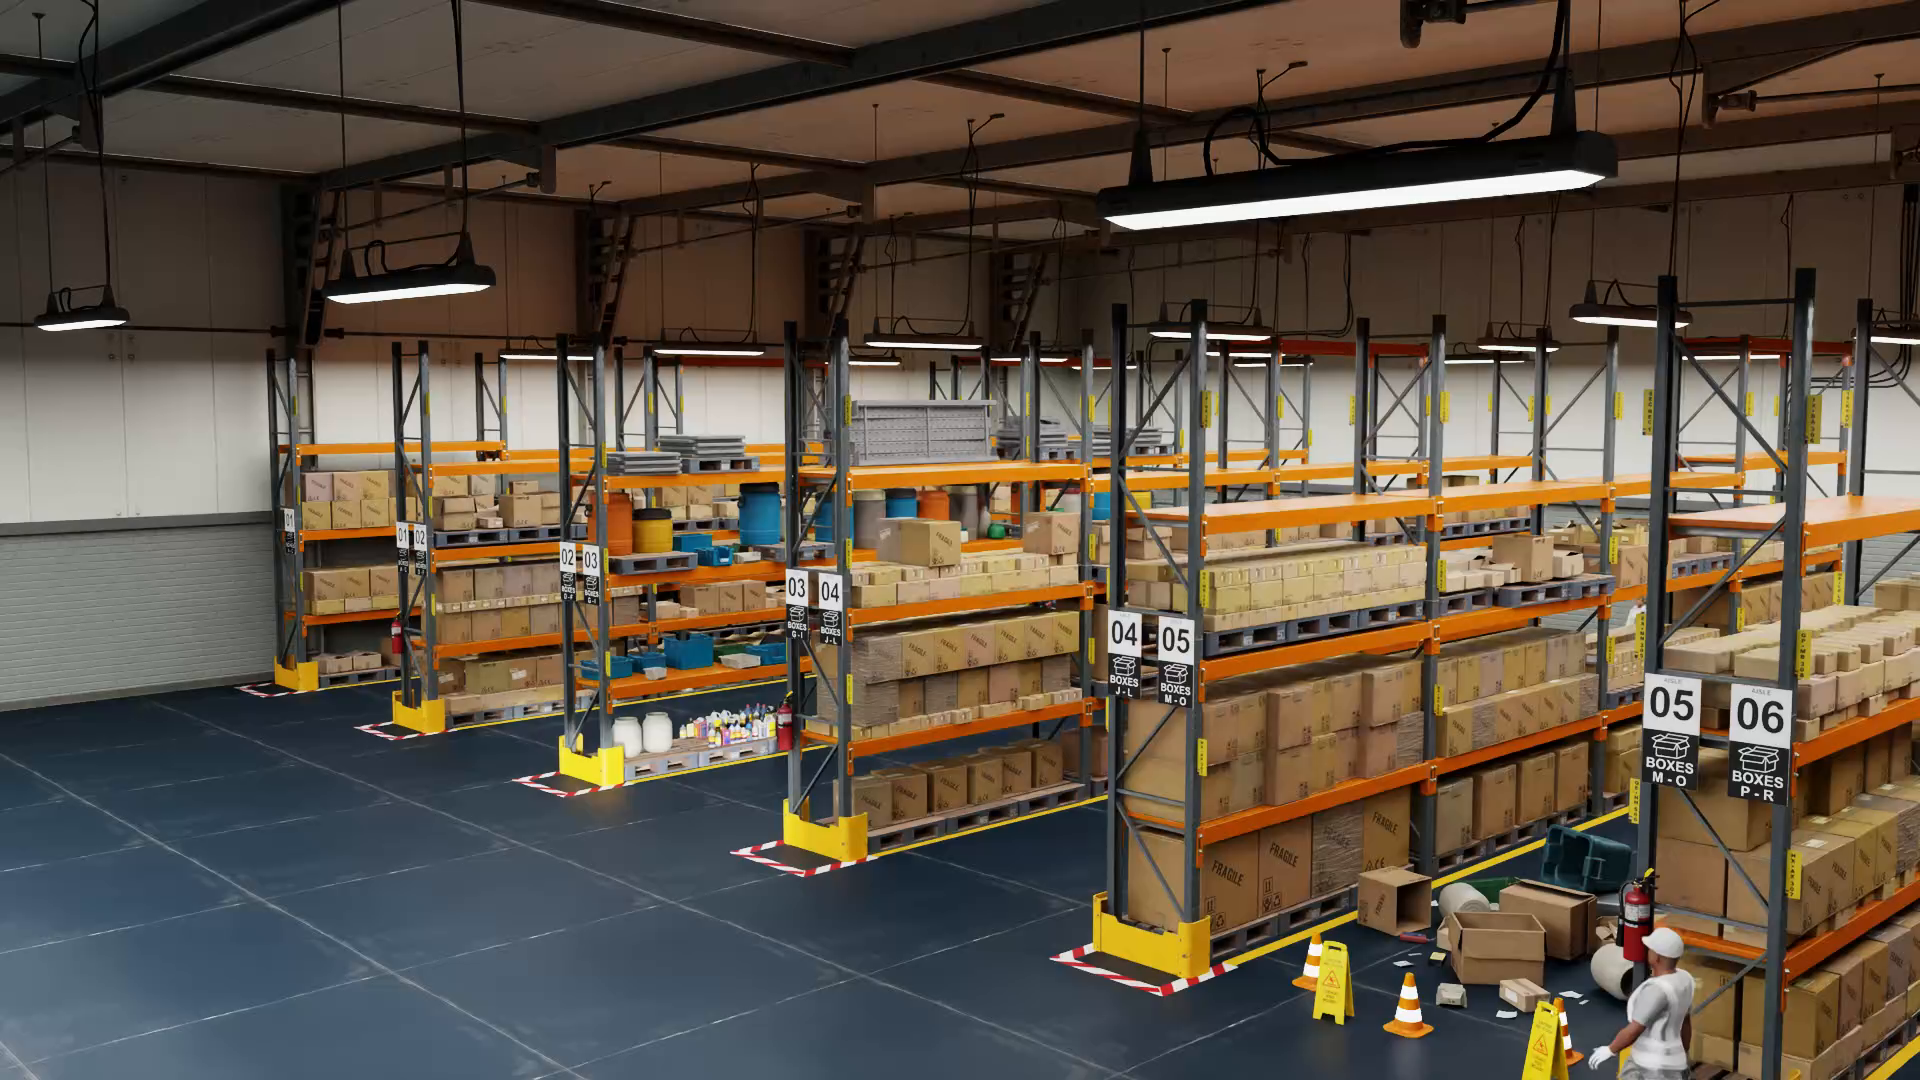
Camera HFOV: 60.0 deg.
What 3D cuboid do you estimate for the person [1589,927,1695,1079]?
[{"bbox_3d":[4.475,3.368,10.775,1.068,1.743,0.492,1,5,15],"label":"person"}]

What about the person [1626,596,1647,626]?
[{"bbox_3d":[12.264,1.745,30.020,0.552,1.641,0.952,4,6,40],"label":"person"}]
